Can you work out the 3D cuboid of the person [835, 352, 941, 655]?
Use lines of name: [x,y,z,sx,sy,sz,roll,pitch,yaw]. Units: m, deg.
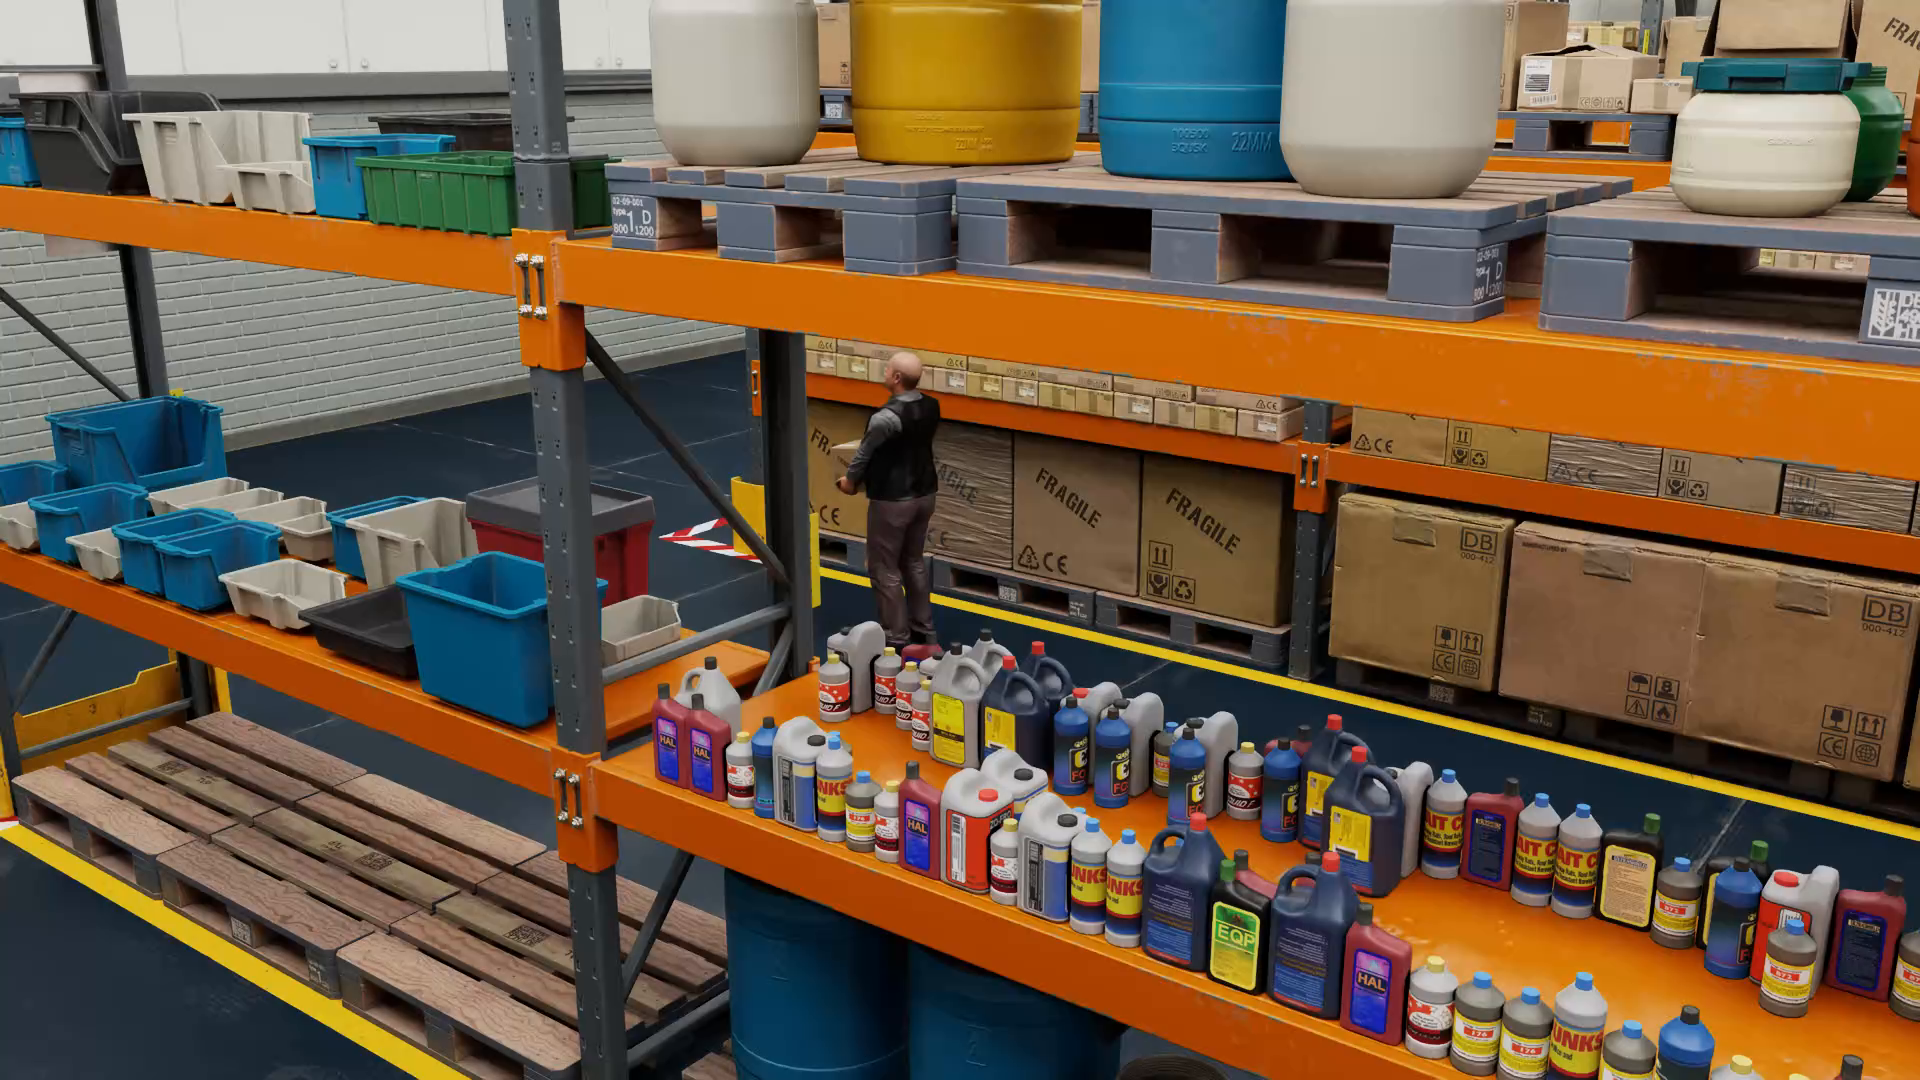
person: [-0.418,-0.229,9.374,0.559,1.711,0.494,12,20,36]
